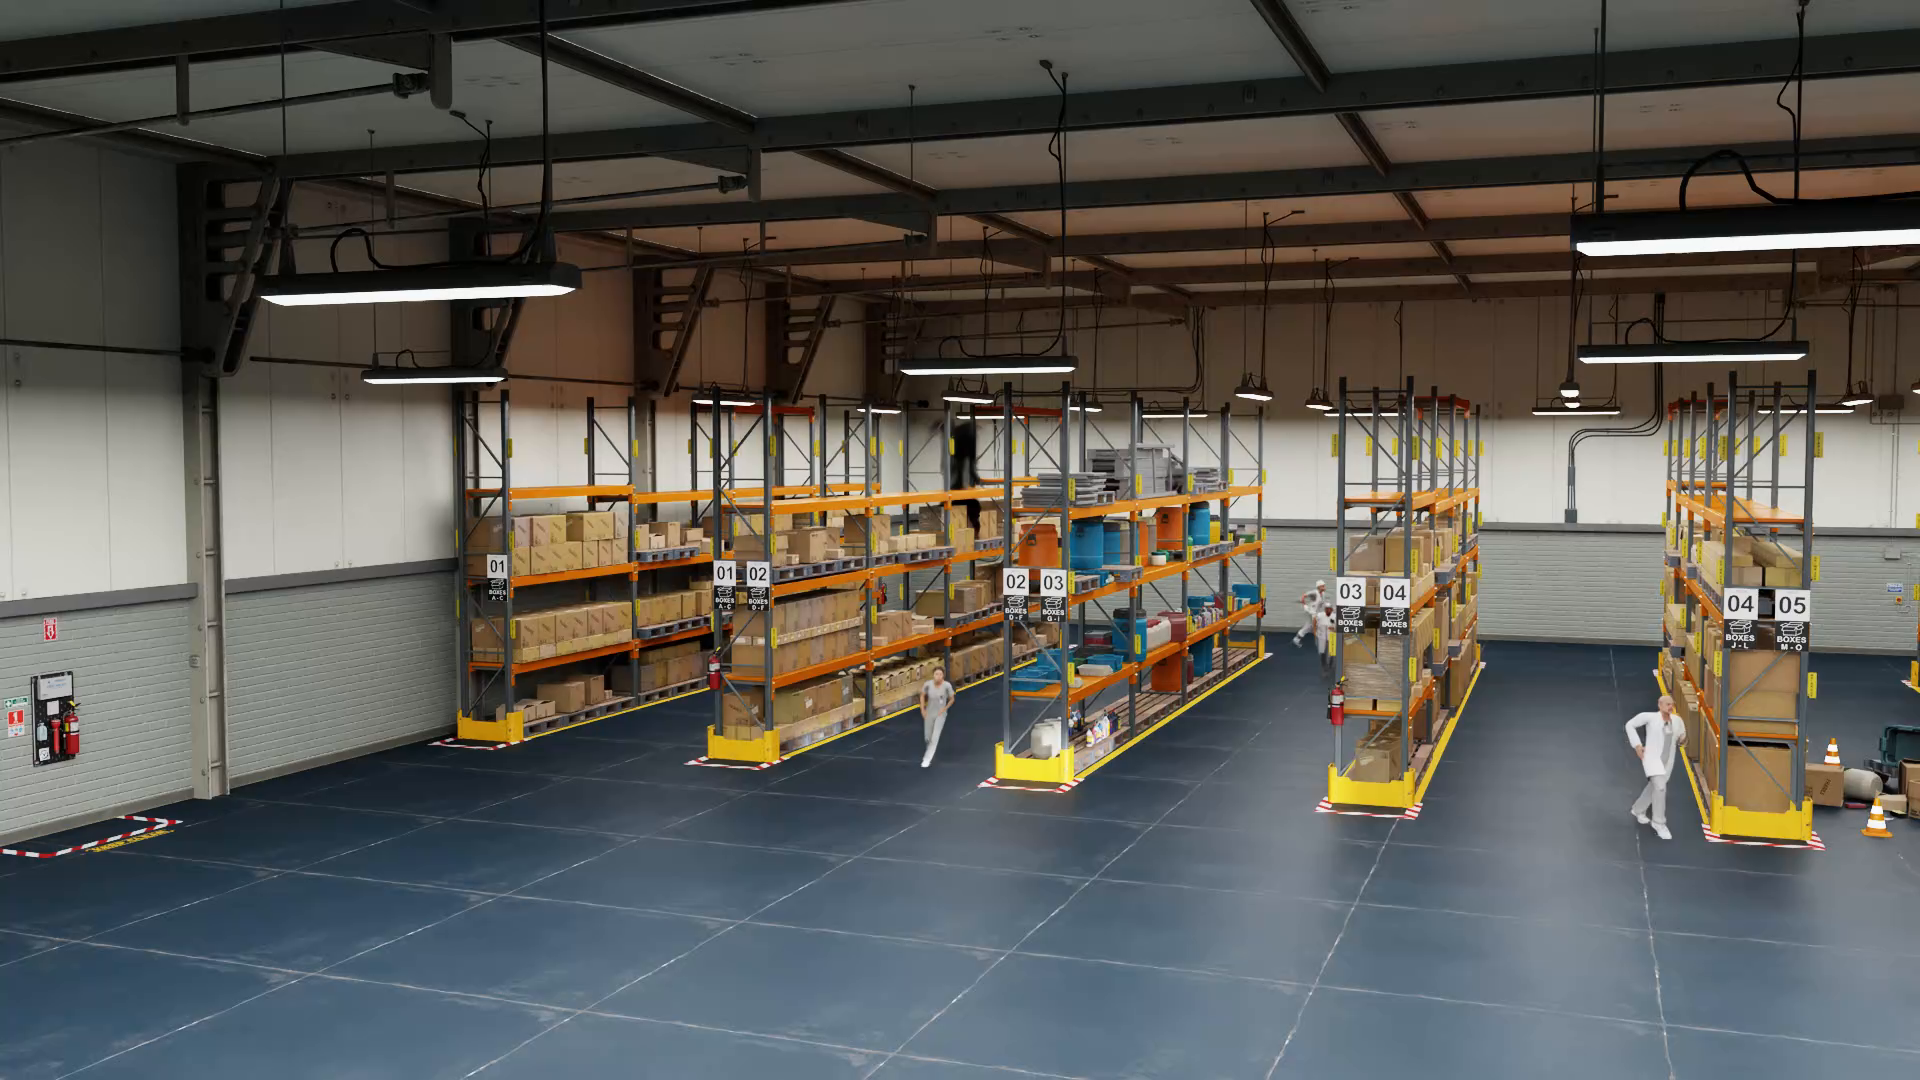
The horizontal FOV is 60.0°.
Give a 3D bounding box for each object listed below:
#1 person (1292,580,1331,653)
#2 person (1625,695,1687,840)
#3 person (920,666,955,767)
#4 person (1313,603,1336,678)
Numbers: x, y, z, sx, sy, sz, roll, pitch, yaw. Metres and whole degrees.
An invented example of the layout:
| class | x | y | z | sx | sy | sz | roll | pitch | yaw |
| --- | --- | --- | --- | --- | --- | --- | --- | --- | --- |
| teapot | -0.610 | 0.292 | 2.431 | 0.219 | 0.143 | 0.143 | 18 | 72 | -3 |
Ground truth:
| class | x | y | z | sx | sy | sz | roll | pitch | yaw |
| --- | --- | --- | --- | --- | --- | --- | --- | --- | --- |
| person | 8.673 | 1.872 | 41.044 | 0.990 | 1.793 | 0.653 | 2 | 4 | 32 |
| person | 9.110 | 2.922 | 21.731 | 0.715 | 1.817 | 0.933 | -1 | 3 | -12 |
| person | -0.358 | 2.772 | 26.364 | 0.545 | 1.604 | 0.654 | 0 | 3 | 0 |
| person | 7.995 | 2.181 | 36.238 | 0.631 | 1.652 | 0.786 | 1 | 3 | 17 |
